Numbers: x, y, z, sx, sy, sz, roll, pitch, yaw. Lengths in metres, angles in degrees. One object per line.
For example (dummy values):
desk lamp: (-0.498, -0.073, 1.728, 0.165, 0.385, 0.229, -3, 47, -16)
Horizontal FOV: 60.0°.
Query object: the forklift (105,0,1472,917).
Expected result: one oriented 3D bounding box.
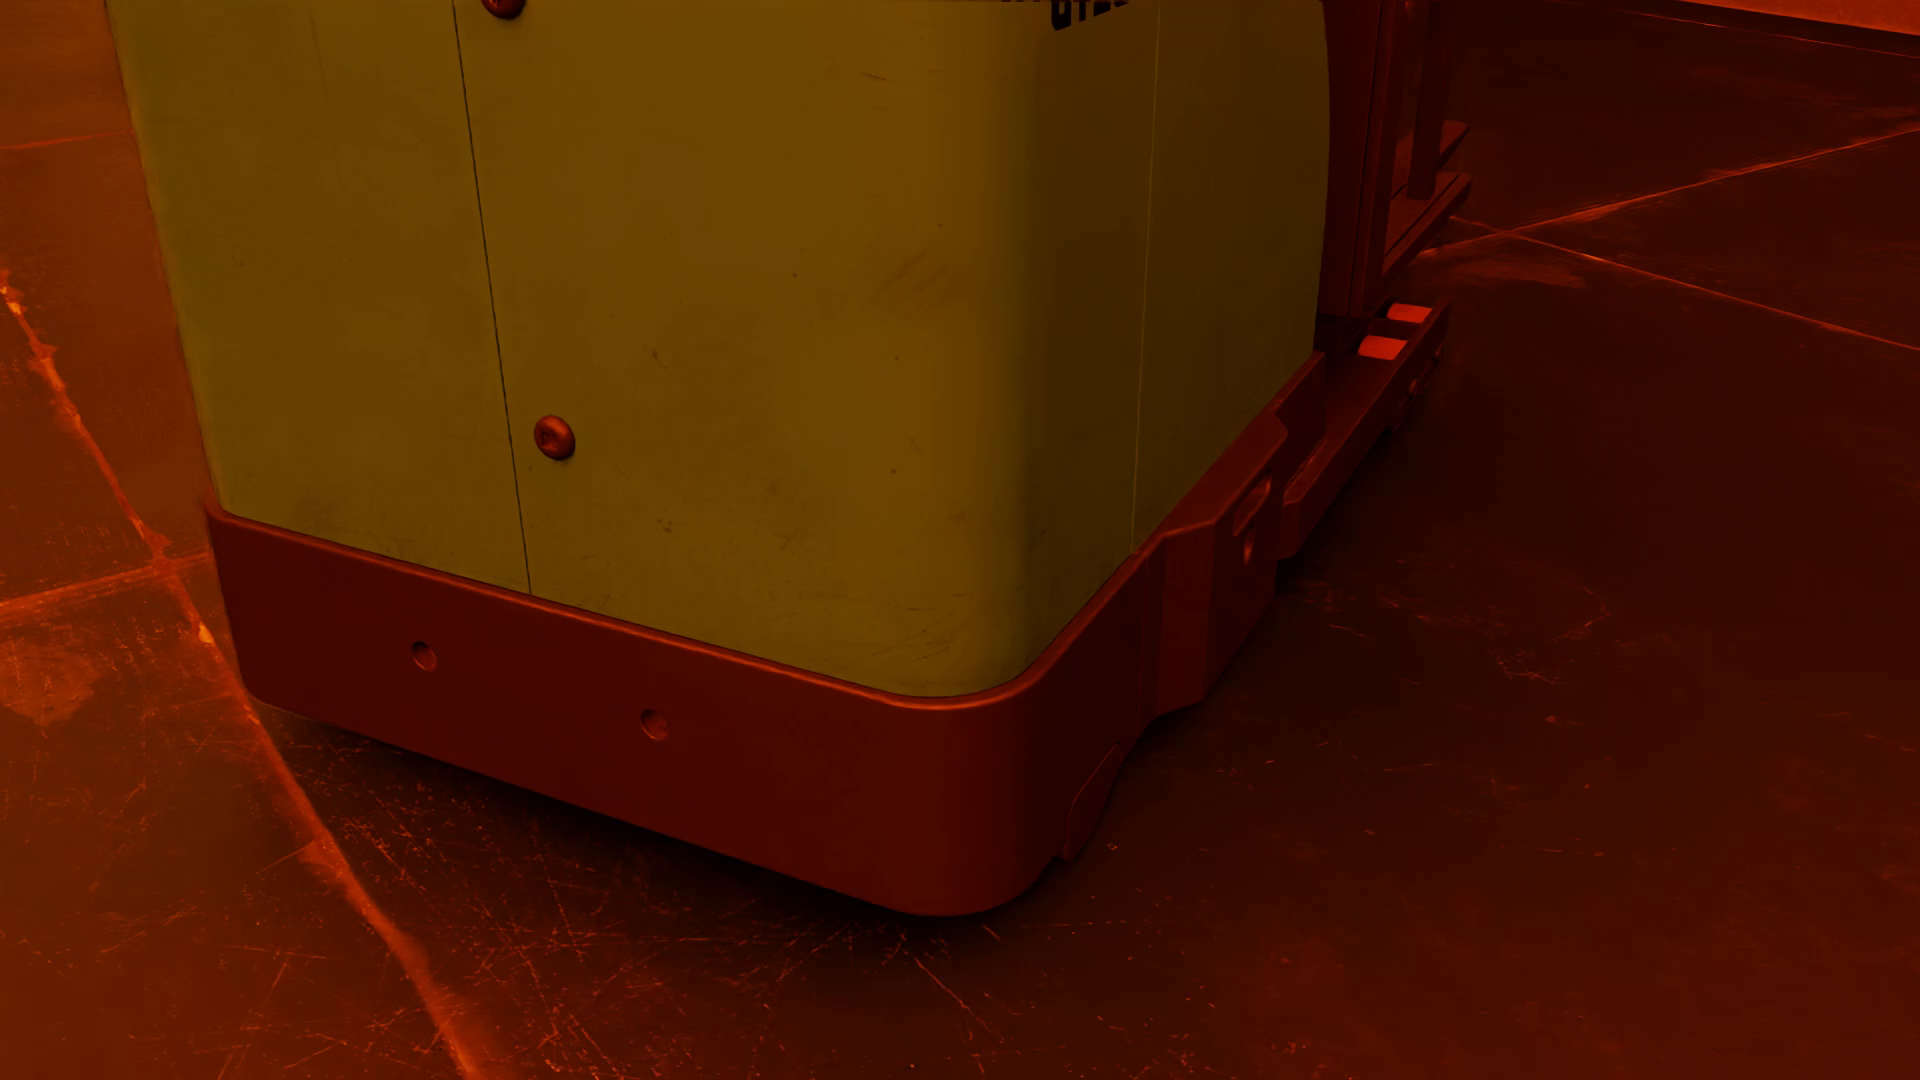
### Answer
forklift: (0.238, -1.576, 2.372, 1.130, 2.935, 3.031, 13, 29, 24)
